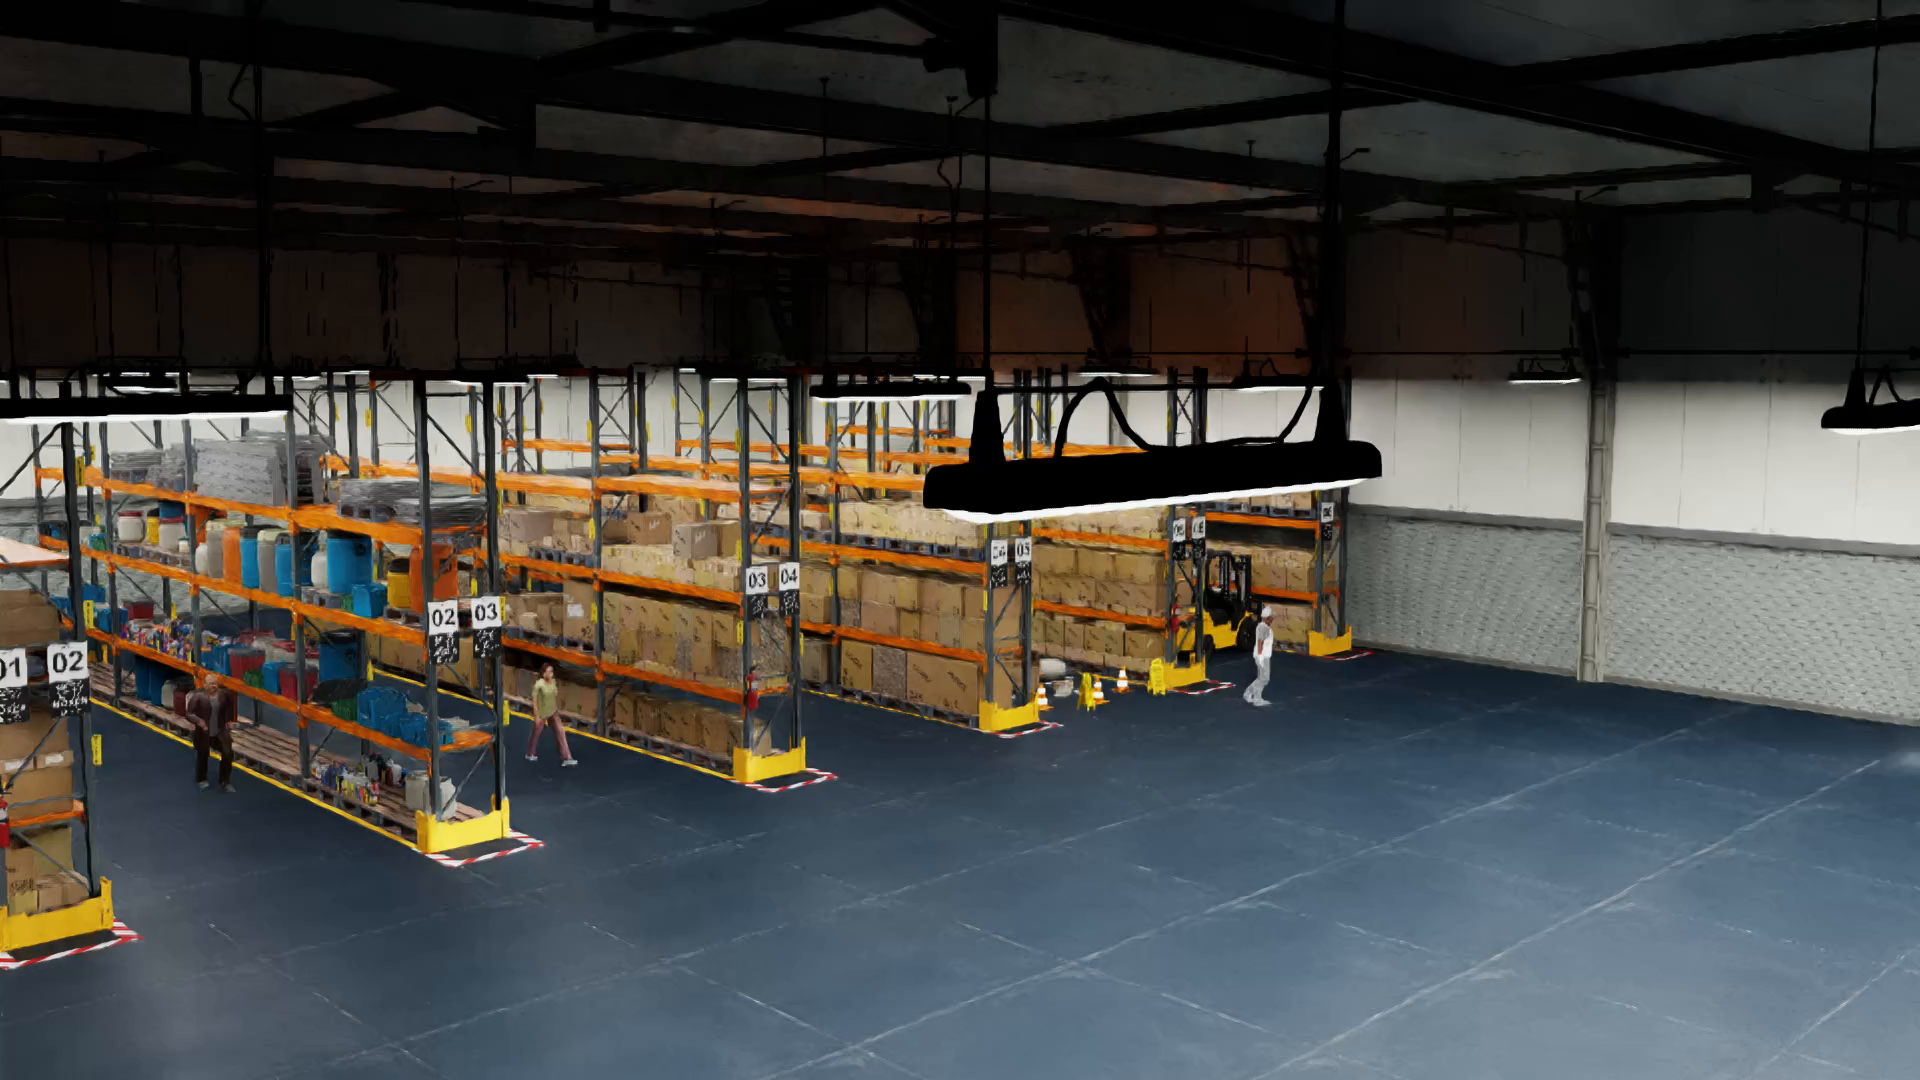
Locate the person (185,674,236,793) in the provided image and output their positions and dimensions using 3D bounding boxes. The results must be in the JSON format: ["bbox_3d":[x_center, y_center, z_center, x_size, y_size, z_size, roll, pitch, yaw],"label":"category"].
[{"bbox_3d":[-10.810,2.768,24.035,0.736,1.717,0.903,-5,8,-39],"label":"person"}]

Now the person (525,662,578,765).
[{"bbox_3d":[-6.327,2.649,25.465,1.099,1.586,0.451,6,9,43],"label":"person"}]

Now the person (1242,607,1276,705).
[{"bbox_3d":[5.369,2.089,29.840,0.570,1.777,0.603,1,7,10],"label":"person"}]
